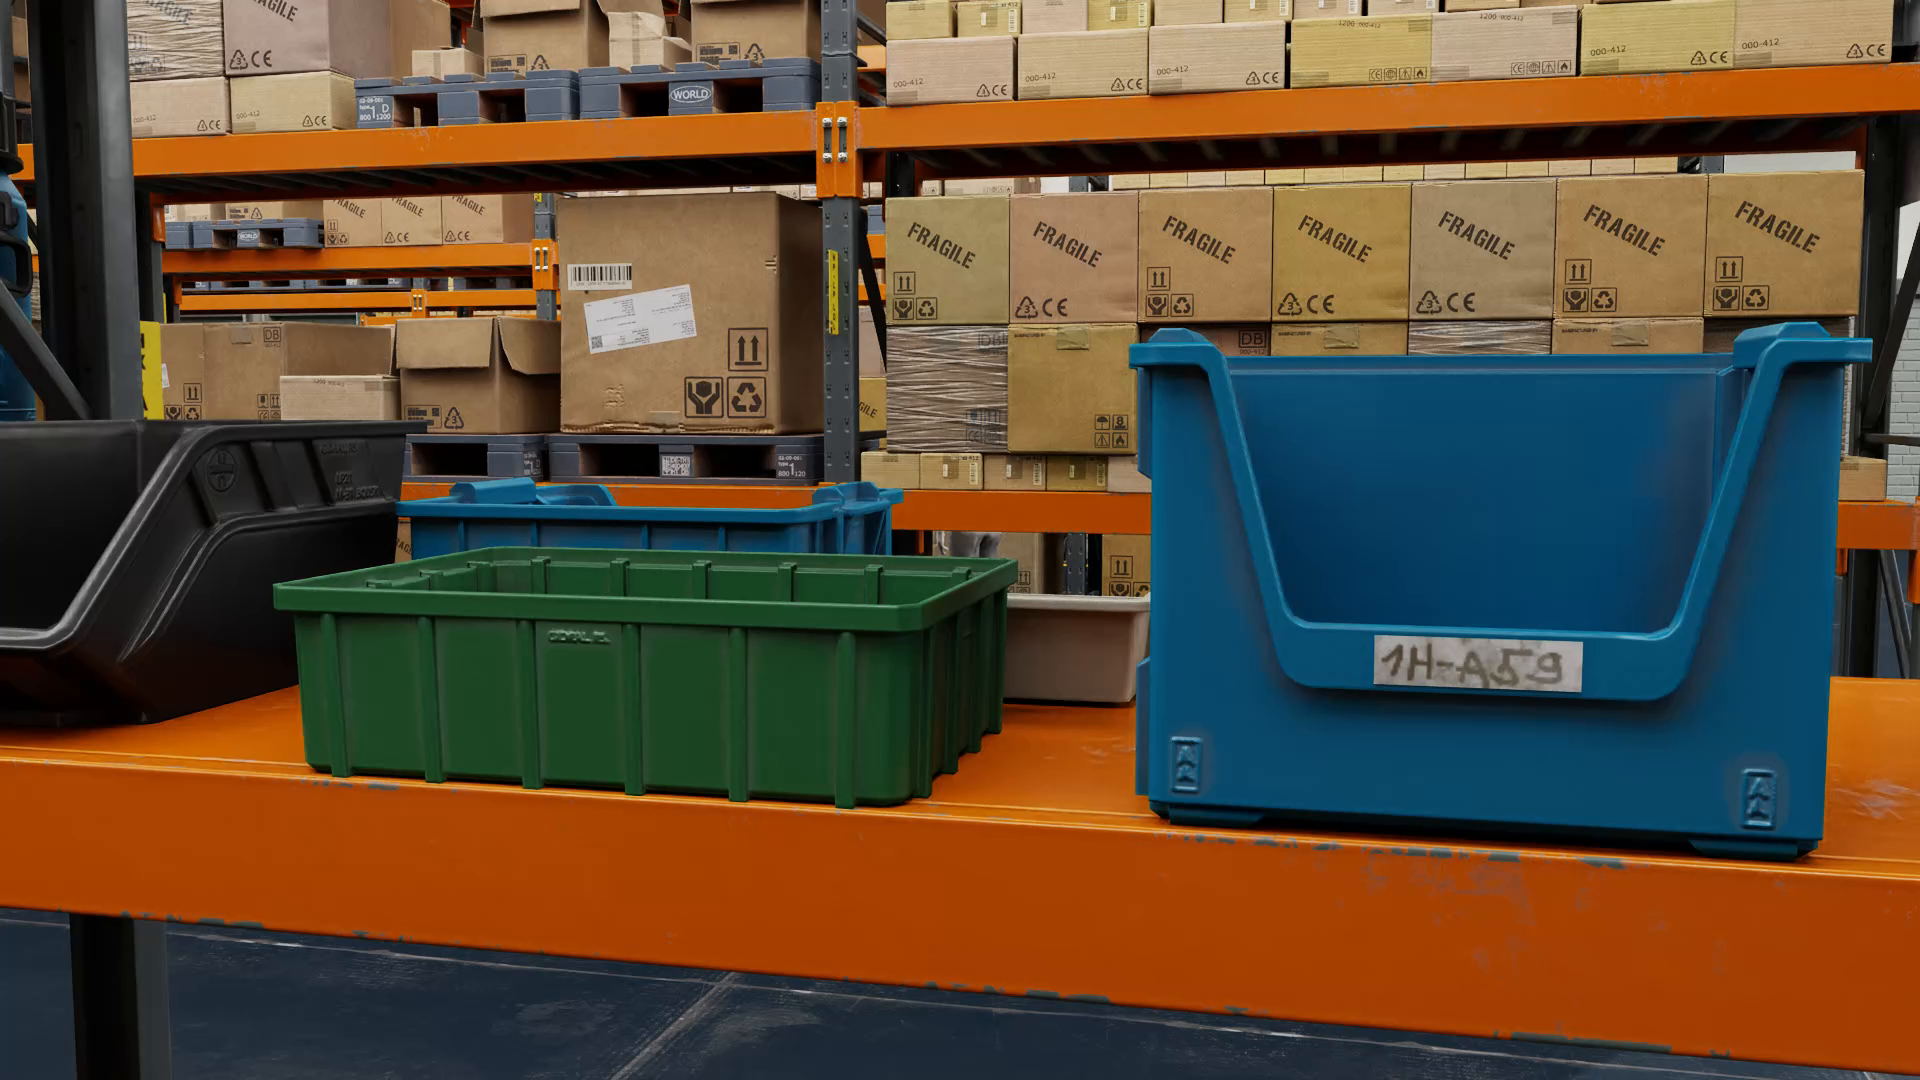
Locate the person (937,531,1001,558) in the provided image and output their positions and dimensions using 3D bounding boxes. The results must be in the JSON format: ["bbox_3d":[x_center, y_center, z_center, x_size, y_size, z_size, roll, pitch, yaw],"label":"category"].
[{"bbox_3d":[0.046,-0.079,10.397,0.586,1.694,0.532,-5,7,-43],"label":"person"}]
